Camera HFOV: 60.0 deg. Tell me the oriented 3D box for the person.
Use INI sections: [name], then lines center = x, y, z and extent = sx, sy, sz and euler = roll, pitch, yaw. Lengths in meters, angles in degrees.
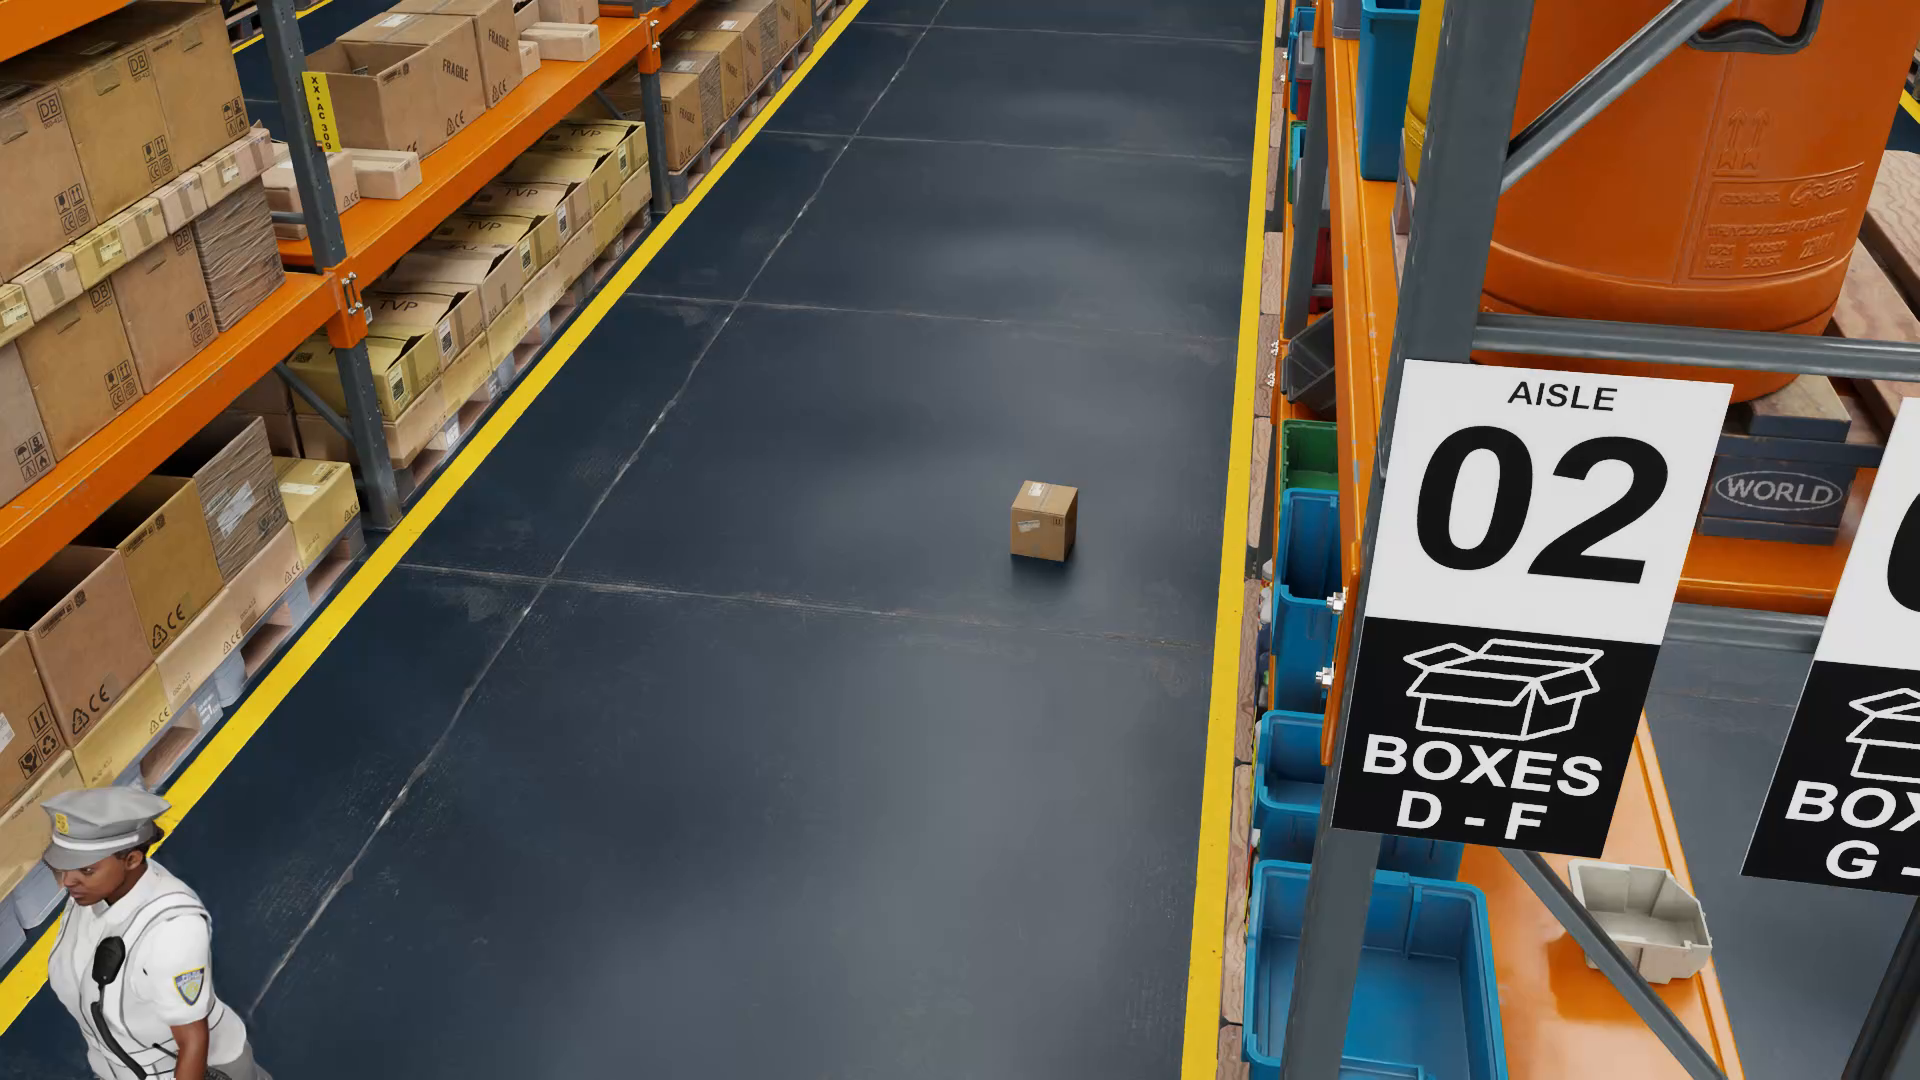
[person]
center = -1.987, 1.301, 4.063
extent = 0.482, 1.634, 0.966
euler = 20, 38, 28
